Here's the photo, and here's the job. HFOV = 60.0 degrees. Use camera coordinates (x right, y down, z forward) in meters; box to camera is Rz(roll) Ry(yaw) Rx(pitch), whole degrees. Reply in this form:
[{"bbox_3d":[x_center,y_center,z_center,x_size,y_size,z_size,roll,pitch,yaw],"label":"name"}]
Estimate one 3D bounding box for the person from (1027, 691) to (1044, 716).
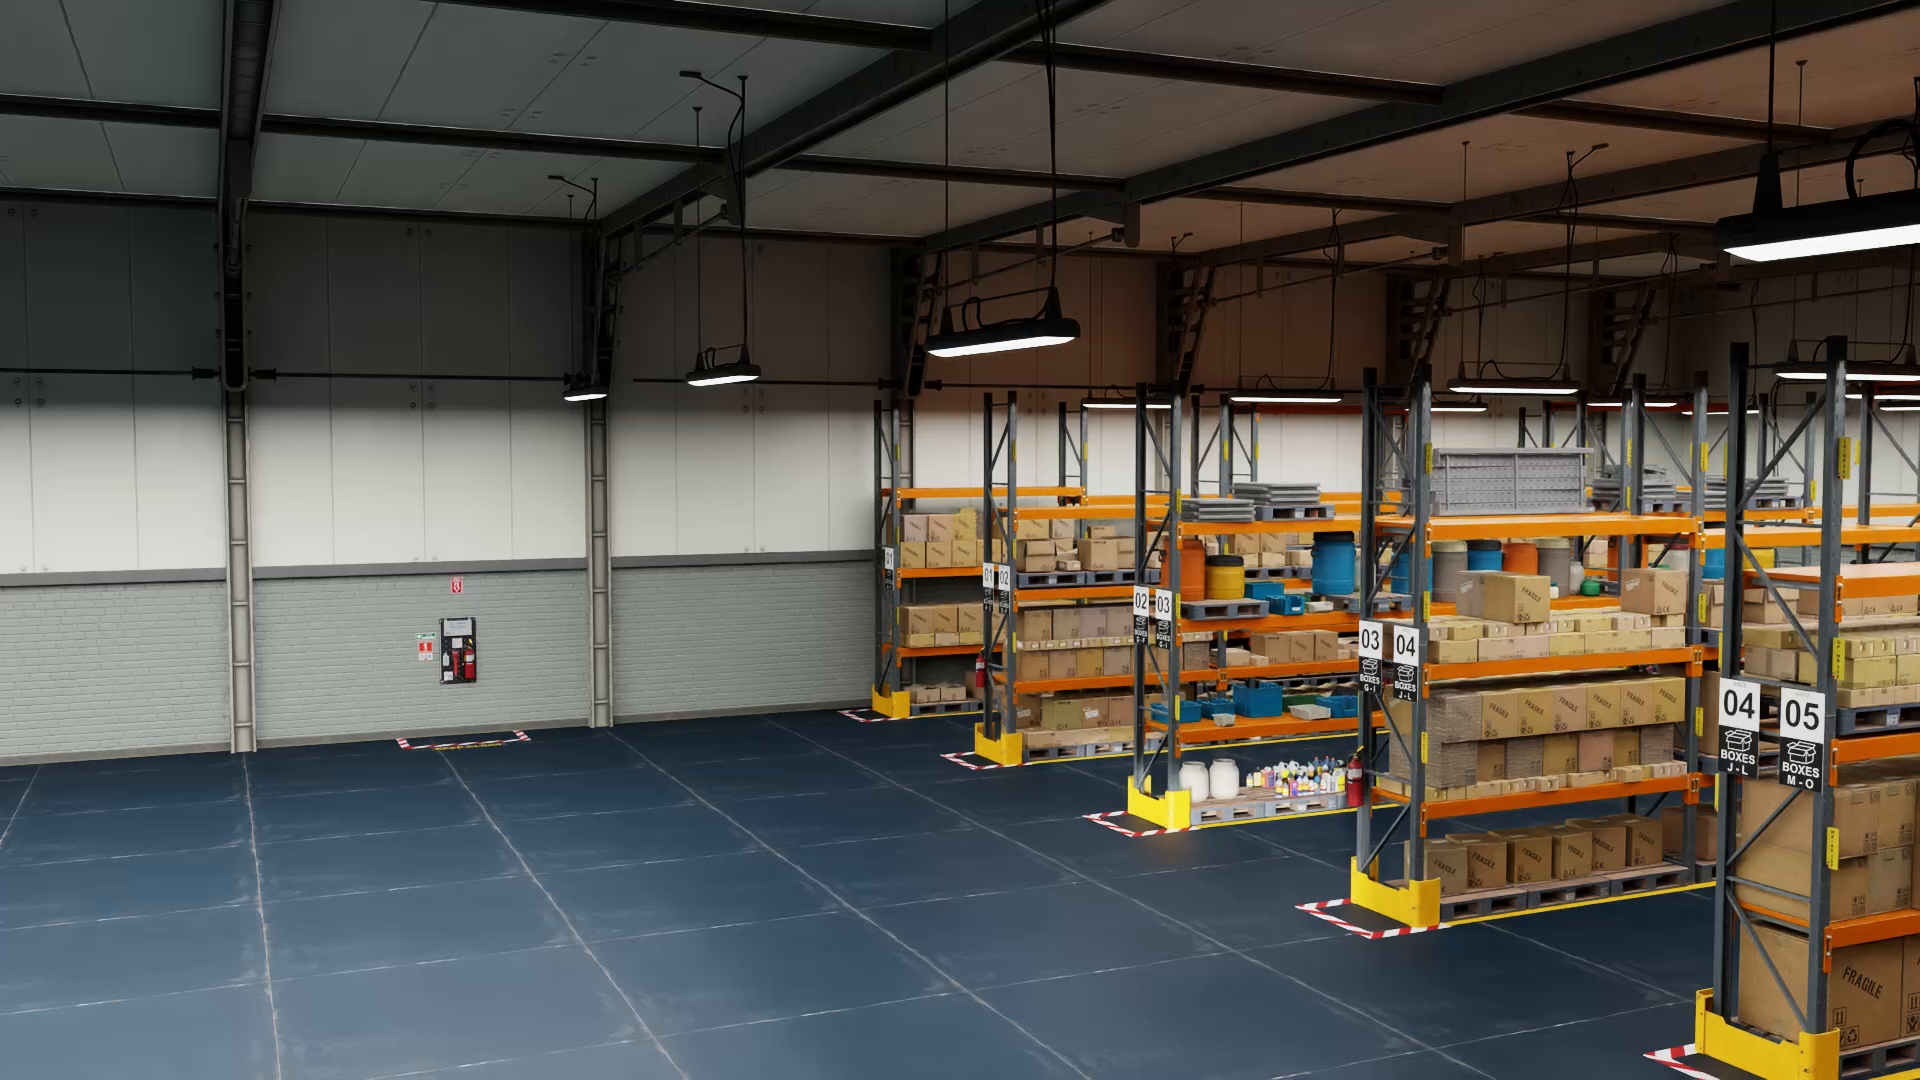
[{"bbox_3d":[1.293,2.490,31.257,0.505,1.720,0.571,-1,4,-20],"label":"person"}]
